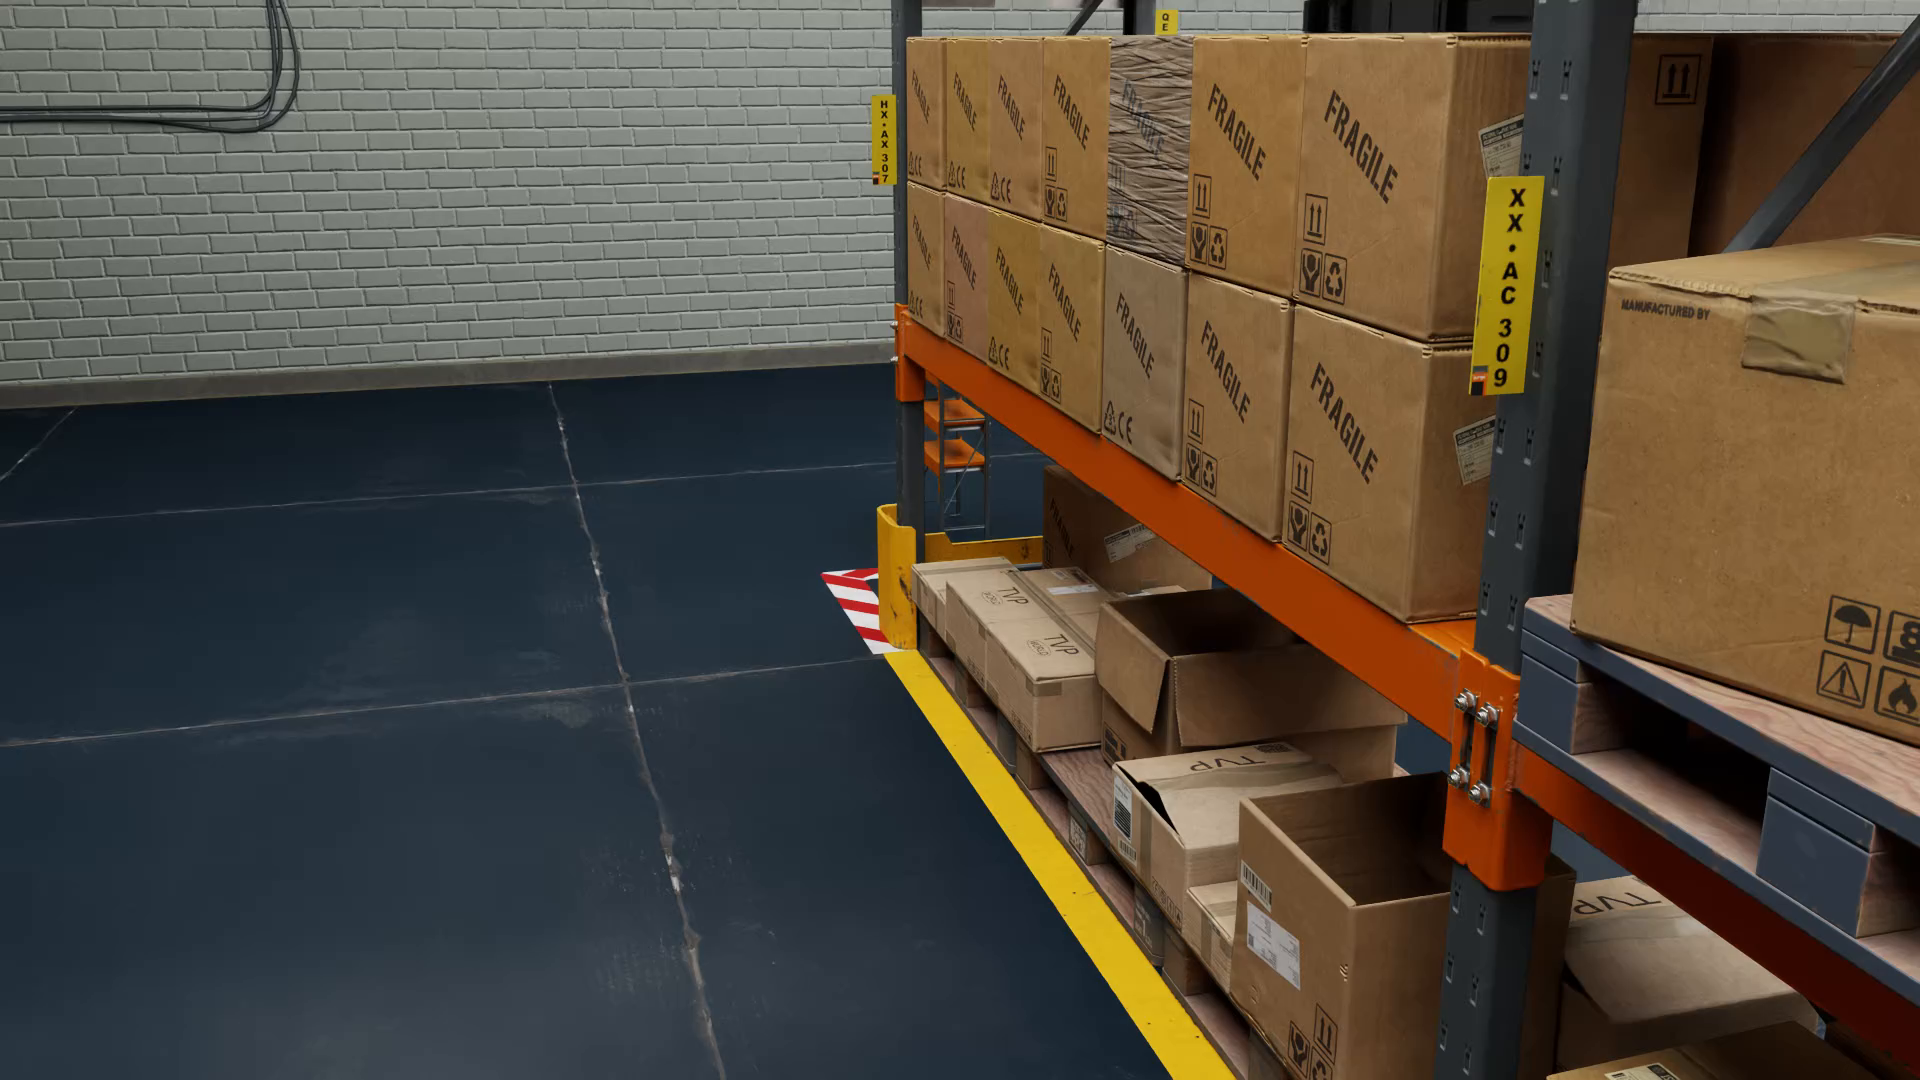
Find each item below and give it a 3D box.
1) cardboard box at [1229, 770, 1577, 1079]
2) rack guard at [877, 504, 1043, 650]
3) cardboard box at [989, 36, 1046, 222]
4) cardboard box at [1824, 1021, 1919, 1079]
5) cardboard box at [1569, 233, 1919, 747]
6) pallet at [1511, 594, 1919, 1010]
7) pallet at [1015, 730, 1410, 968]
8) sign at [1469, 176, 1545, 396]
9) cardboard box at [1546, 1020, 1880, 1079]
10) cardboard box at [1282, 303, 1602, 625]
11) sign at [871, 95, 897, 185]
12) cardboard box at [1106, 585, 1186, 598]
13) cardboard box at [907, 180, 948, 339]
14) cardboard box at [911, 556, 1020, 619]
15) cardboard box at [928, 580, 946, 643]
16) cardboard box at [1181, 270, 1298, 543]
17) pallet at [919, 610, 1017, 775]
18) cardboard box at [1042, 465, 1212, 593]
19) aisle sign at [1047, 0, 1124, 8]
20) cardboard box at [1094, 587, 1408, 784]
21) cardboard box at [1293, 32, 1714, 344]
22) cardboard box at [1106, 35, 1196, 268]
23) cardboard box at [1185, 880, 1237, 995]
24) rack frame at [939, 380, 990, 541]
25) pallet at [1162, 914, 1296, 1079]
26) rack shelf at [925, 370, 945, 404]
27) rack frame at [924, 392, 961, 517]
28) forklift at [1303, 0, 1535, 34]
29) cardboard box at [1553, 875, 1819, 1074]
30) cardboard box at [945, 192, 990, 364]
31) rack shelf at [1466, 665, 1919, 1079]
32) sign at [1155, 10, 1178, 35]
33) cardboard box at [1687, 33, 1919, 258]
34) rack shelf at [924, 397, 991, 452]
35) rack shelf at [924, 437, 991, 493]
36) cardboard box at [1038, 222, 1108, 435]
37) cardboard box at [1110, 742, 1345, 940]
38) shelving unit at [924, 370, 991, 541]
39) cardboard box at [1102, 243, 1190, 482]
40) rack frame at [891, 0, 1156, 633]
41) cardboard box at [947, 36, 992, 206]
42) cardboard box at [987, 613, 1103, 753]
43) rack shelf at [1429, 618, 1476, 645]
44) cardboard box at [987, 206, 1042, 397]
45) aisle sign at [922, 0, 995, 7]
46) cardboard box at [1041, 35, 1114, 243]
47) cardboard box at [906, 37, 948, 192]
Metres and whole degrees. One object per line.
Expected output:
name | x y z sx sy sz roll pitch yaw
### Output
cardboard box | 0.913 0.842 3.516 0.500 0.500 0.500 -5 17 -15
rack guard | 0.264 0.102 6.743 1.175 0.500 0.348 -5 17 -15
cardboard box | 0.395 -1.216 4.875 0.500 0.500 0.500 -4 17 -14
cardboard box | 1.753 1.091 2.687 0.500 0.500 0.500 -5 17 -16
cardboard box | 1.257 -0.110 2.200 0.700 0.500 0.500 -12 20 -34
pallet | 1.457 0.312 2.033 1.003 0.211 1.213 -5 17 -15
pallet | 0.816 0.798 4.929 1.003 0.211 1.213 -5 17 -15
sign | 0.823 -0.379 2.495 0.100 0.325 0.005 -5 17 -15
cardboard box | 1.241 1.130 2.556 0.500 0.500 0.500 -6 18 -18
cardboard box | 0.958 -0.175 3.148 0.500 0.500 0.500 -4 17 -14
sign | -0.279 -1.488 6.185 0.100 0.325 0.005 -5 17 -15
cardboard box | 0.654 0.280 5.965 0.380 0.166 0.250 -5 17 -15
cardboard box | 0.111 -1.020 5.960 0.500 0.500 0.500 -4 17 -14
cardboard box | 0.028 0.182 6.324 0.380 0.149 0.250 -5 17 -15
cardboard box | 0.096 0.243 6.091 0.380 0.166 0.250 -5 17 -15
cardboard box | 0.815 -0.318 3.622 0.500 0.500 0.500 -4 17 -14
pallet | 0.484 0.461 6.050 1.003 0.211 1.213 -5 17 -15
cardboard box | 0.629 0.001 6.313 0.500 0.500 0.500 -5 17 -15
aisle sign | 0.519 -2.404 6.222 0.394 0.787 0.004 -5 17 -15
cardboard box | 0.821 0.456 4.794 0.797 0.503 0.637 -5 17 -15
cardboard box | 0.954 -0.656 3.009 0.500 0.500 0.500 -5 17 -15
cardboard box | 0.673 -0.937 3.944 0.500 0.500 0.500 -5 17 -15
cardboard box | 0.752 0.911 3.896 0.380 0.149 0.250 -5 17 -15
rack frame | 0.022 -0.553 7.707 0.240 1.200 0.015 -5 17 -15
pallet | 1.154 1.136 3.803 1.003 0.211 1.213 -5 17 -15
rack shelf | -0.045 -0.770 7.887 0.258 0.148 0.480 -5 17 -15
rack frame | -0.113 -0.688 8.157 0.240 1.200 0.015 -5 17 -15
forklift | 2.377 -1.494 7.831 3.031 2.935 1.130 -2 17 -7
cardboard box | 1.435 0.934 3.536 0.500 0.311 0.500 -5 17 -15
cardboard box | 0.258 -0.878 5.487 0.500 0.500 0.500 -5 17 -16
rack shelf | 1.892 0.888 1.031 1.077 0.370 4.000 -5 17 -15
sign | 0.782 -1.860 6.368 0.100 0.325 0.005 -5 17 -15
cardboard box | 1.483 -0.689 3.119 0.500 0.500 0.500 -4 17 -14
rack shelf | -0.045 -0.556 7.951 0.258 0.148 0.480 -5 17 -15
rack shelf | -0.045 -0.366 8.008 0.258 0.148 0.480 -5 17 -15
cardboard box | 0.529 -0.600 4.563 0.500 0.500 0.500 -4 17 -15
cardboard box | 0.707 0.725 4.234 0.500 0.311 0.500 -5 17 -15
shelving unit | -0.045 -0.620 7.932 0.258 1.200 0.503 -5 17 -15
cardboard box | 0.672 -0.460 4.095 0.500 0.500 0.500 -4 17 -14
rack frame | 0.243 -1.116 6.453 1.000 3.000 0.127 -5 17 -15
cardboard box | 0.262 -1.355 5.337 0.500 0.500 0.500 -5 17 -15
cardboard box | 0.395 0.440 5.289 0.500 0.250 0.500 -5 17 -15
rack shelf | 0.793 -0.312 4.687 0.919 0.124 3.809 -5 17 -15
cardboard box | 0.393 -0.739 5.024 0.500 0.500 0.500 -5 17 -15
aisle sign | -0.058 -2.357 6.064 0.394 0.787 0.004 -5 17 -15
cardboard box | 0.536 -1.076 4.408 0.500 0.500 0.500 -5 17 -16
cardboard box | 0.111 -1.499 5.817 0.500 0.500 0.500 -4 17 -14
